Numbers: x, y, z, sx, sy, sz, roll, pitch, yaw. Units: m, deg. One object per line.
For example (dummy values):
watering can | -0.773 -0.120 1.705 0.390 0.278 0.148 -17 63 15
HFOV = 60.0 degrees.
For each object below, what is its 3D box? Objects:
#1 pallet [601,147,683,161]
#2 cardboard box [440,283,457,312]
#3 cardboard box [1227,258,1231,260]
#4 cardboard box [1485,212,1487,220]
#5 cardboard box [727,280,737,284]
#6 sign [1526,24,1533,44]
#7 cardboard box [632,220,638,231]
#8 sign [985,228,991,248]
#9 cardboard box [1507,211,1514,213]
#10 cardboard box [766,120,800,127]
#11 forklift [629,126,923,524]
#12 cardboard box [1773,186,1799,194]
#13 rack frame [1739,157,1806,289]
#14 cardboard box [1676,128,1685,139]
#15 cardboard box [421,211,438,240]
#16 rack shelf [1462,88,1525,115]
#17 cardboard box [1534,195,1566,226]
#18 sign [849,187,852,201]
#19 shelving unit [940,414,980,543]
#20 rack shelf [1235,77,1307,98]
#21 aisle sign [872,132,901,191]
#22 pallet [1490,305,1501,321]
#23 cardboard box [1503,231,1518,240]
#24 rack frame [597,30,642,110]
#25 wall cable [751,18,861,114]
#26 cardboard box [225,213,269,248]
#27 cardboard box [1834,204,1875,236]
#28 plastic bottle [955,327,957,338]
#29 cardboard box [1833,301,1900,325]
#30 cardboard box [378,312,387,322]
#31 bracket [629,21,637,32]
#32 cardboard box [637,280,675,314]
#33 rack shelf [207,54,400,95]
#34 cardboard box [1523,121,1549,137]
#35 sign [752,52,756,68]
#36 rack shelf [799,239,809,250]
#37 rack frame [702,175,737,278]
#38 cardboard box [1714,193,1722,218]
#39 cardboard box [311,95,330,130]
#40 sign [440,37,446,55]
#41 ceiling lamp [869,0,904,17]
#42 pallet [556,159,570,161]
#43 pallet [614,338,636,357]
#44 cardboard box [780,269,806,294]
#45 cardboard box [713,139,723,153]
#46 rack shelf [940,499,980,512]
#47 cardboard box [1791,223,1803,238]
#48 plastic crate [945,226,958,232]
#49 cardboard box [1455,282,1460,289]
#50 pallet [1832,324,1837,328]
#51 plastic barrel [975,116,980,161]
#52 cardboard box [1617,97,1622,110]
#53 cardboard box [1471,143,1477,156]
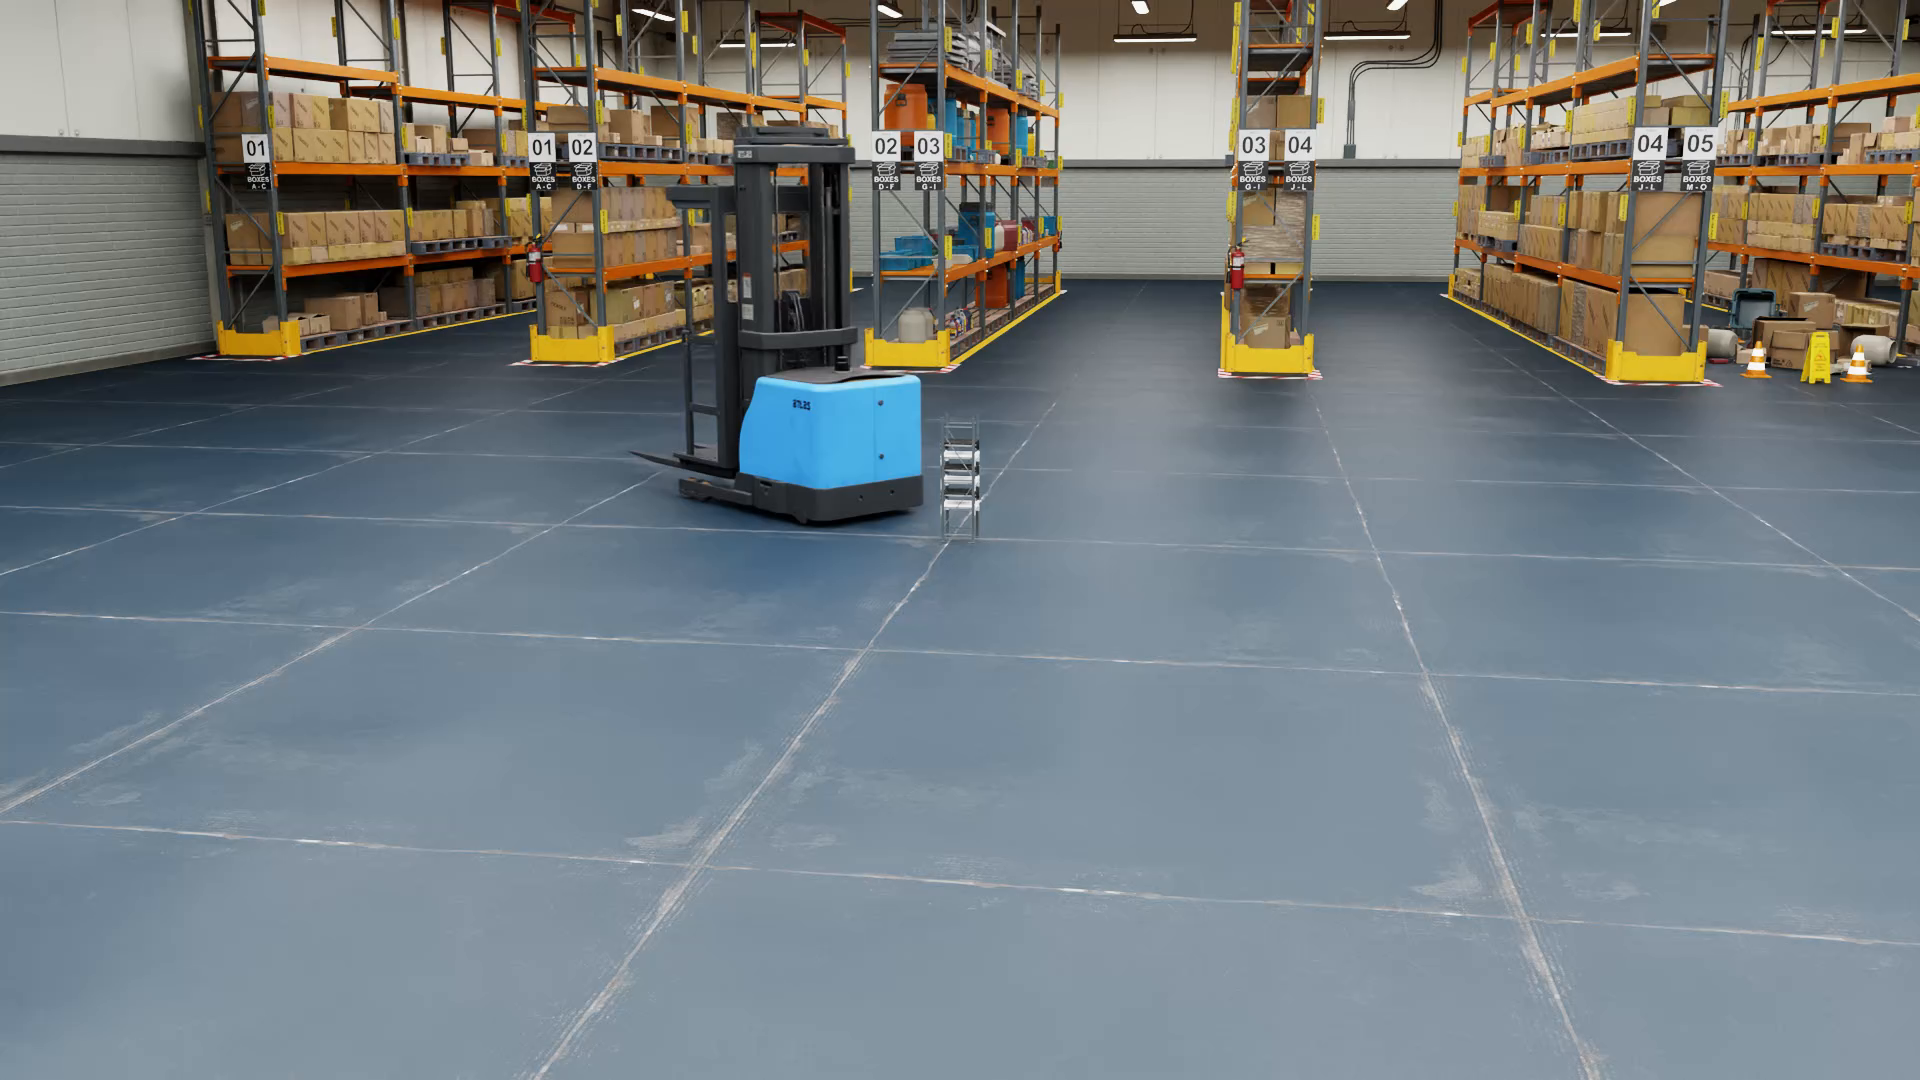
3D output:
pallet | -5.088 -6.153 26.516 1.003 0.211 1.213 2 12 9
cardboard box | -9.633 -4.429 30.316 0.700 0.500 0.500 2 12 9
cardboard box | 5.692 -4.915 31.724 1.225 0.875 0.875 2 12 9
cardboard box | 10.286 -6.213 31.892 0.380 0.149 0.250 2 12 8
cardboard box | -4.278 -4.651 30.655 0.500 0.311 0.500 2 12 8
sign | 9.768 -8.681 28.511 0.100 0.325 0.005 2 12 9
cardboard box | -5.129 -4.785 25.299 0.380 0.149 0.250 2 12 8
sign | 0.453 -4.863 26.780 0.100 0.325 0.005 2 12 9
cardboard box | 11.246 -6.360 33.440 0.500 0.500 0.500 2 12 8
cardboard box | -3.715 -8.681 35.422 0.700 0.500 0.500 2 12 9
forklift | -1.642 -1.803 13.403 1.130 2.935 3.031 -11 16 -41
cardboard box | 16.133 -6.843 32.477 0.380 0.149 0.250 2 12 8
rack frame | 15.828 -5.931 32.395 1.000 3.000 0.127 2 12 9
cardboard box | 9.445 -5.231 21.389 0.380 0.149 0.250 2 12 9
cardboard box | -9.673 -5.553 29.360 0.700 0.500 0.500 3 13 14
rack shelf | 11.229 -9.066 34.418 1.077 0.370 4.000 2 12 9
cardboard box | 10.150 -5.577 28.141 0.700 0.500 0.500 2 12 8
sign | -2.592 -8.105 38.984 0.100 0.325 0.005 2 12 9
shelving unit | 0.001 -0.442 11.906 0.258 0.900 0.210 2 12 9
rack shelf | 5.113 -7.389 27.575 1.077 0.370 4.000 2 12 9
aisle sign | -1.009 -5.180 22.740 0.394 0.787 0.004 2 12 9
pallet | 10.617 -4.291 31.402 1.003 0.211 1.213 2 12 9
cardboard box | 9.928 -5.438 29.706 0.380 0.149 0.250 2 12 10
rack frame | -8.032 -10.499 39.351 1.000 3.000 0.127 2 12 9
wall cable | -4.136 -12.528 44.149 3.097 2.526 0.112 2 12 9
cardboard box | -10.631 -4.644 24.950 0.500 0.500 0.500 2 12 8
cardboard box | 14.841 -5.303 27.541 0.500 0.500 0.500 3 12 12
plastic bottle | -0.101 -3.151 25.092 0.097 0.201 0.097 0 12 0
cardboard box | 15.010 -3.748 27.506 0.950 0.372 0.625 2 12 8
cardboard box | -9.931 -3.786 28.123 0.380 0.166 0.250 0 12 1
bracket | -8.185 -12.751 41.256 0.235 0.232 0.430 2 12 9
cardboard box | -4.926 -3.929 26.855 0.500 0.500 0.500 2 12 9
rack shelf | -10.186 -7.232 25.904 1.077 0.370 4.000 2 12 9
cardboard box | 10.111 -7.220 29.201 0.396 0.266 0.258 2 12 9
sign | -4.286 -10.023 34.739 0.100 0.325 0.005 2 12 9
rack shelf | -3.445 -6.639 37.386 1.077 0.370 4.000 2 12 9
rack frame | -4.367 -5.741 31.514 1.000 3.000 0.127 2 12 9
cardboard box | 15.868 -6.892 34.242 0.500 0.500 0.500 2 12 9
cardboard box | -9.999 -6.532 25.403 0.500 0.500 0.500 2 12 10
sign | -9.812 -9.385 31.588 0.100 0.325 0.005 2 12 9
ceiling lamp | -1.211 -12.098 32.915 0.800 3.185 2.000 2 12 9
pallet | -8.740 -7.914 34.930 0.805 0.209 1.217 1 12 6
pallet | -5.522 -2.874 24.826 1.003 0.211 1.213 2 12 9
cardboard box | -3.545 -5.455 35.075 0.500 0.500 0.500 2 12 8
cardboard box | -4.544 -7.015 29.663 0.500 0.250 0.500 2 12 8
rack shelf | 0.001 -0.233 11.951 0.258 0.077 0.200 2 12 9
cardboard box | 15.111 -5.486 29.497 0.500 0.250 0.500 2 12 7
plastic crate | -0.024 -5.285 29.244 0.402 0.464 0.583 2 12 9
cardboard box | 11.139 -5.616 36.704 0.380 0.149 0.250 2 12 10
pallet | 15.091 -3.573 28.071 1.003 0.211 1.213 2 12 9
plastic barrel | 0.085 -6.956 29.012 0.600 0.830 0.708 2 12 9
cardboard box | 8.871 -5.746 21.887 0.380 0.149 0.250 2 12 10
cardboard box | 10.967 -8.139 34.688 0.500 0.250 0.500 1 12 7
